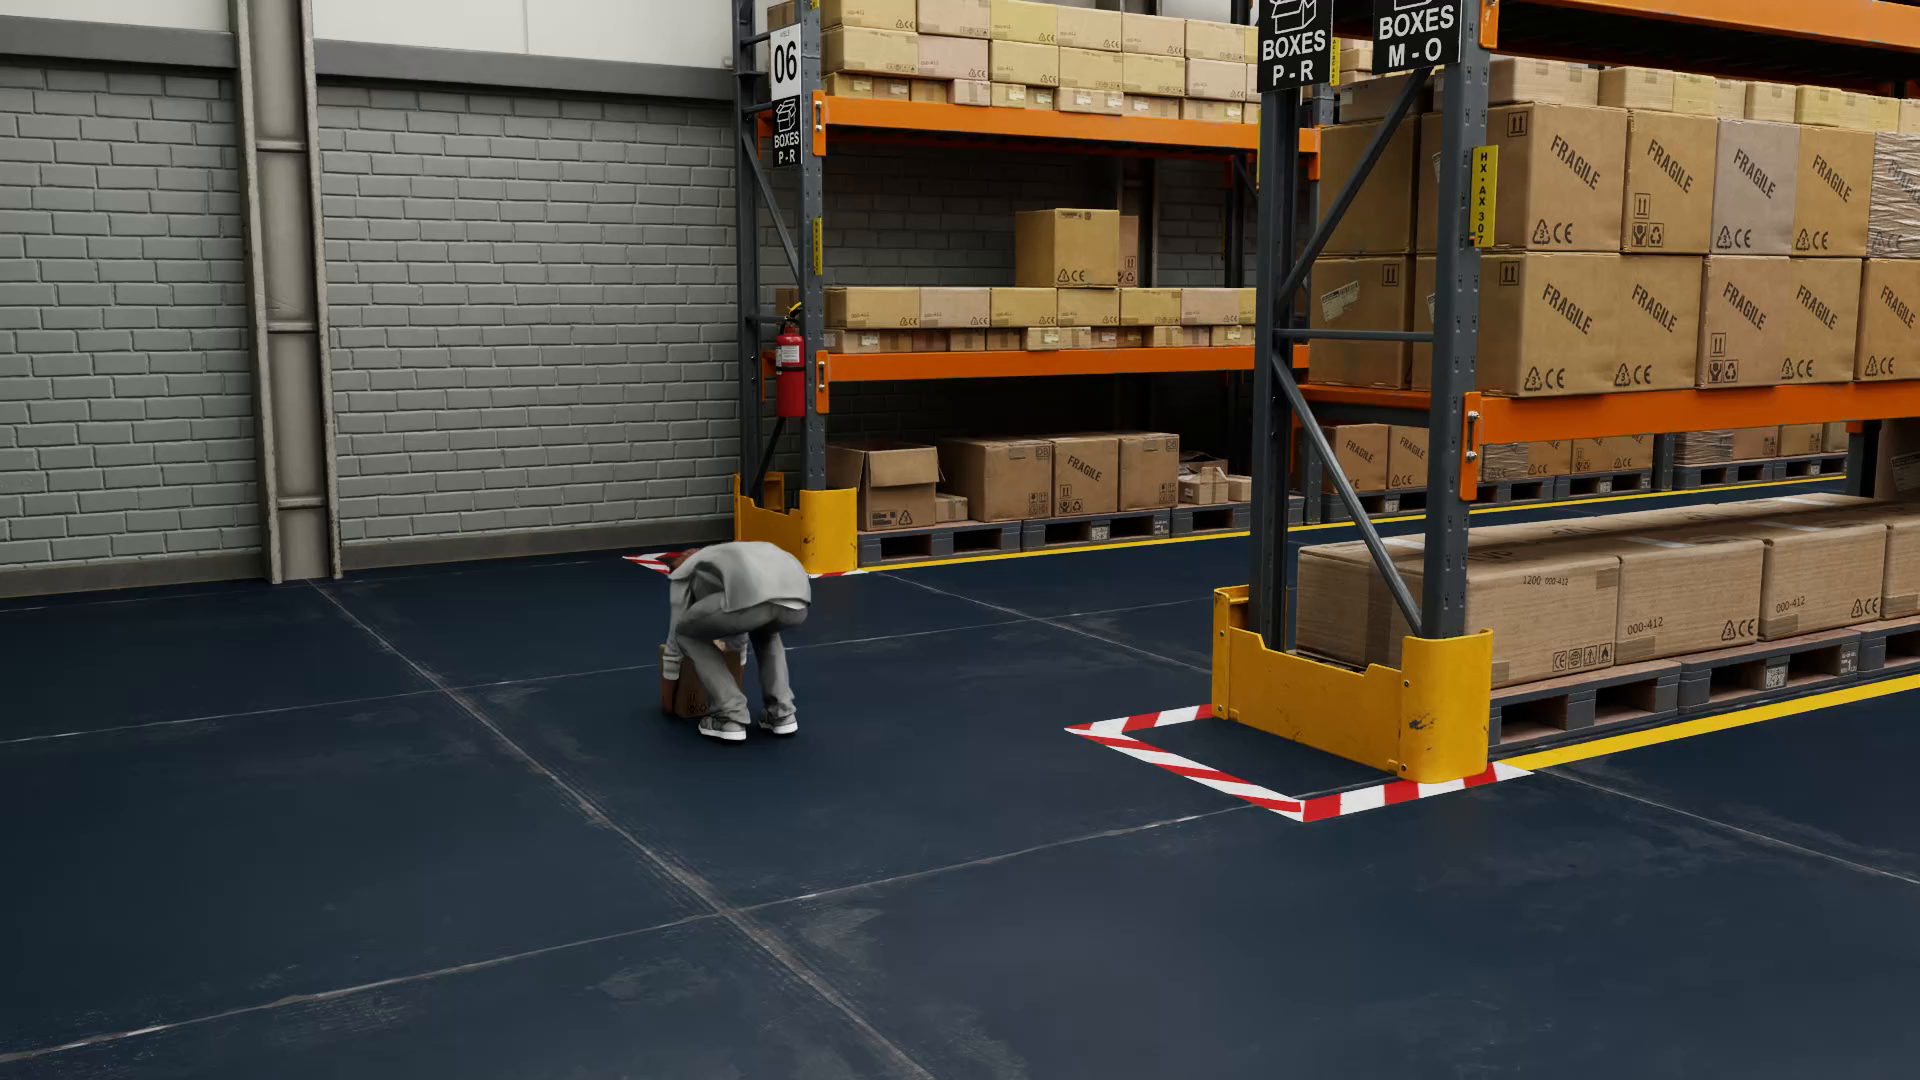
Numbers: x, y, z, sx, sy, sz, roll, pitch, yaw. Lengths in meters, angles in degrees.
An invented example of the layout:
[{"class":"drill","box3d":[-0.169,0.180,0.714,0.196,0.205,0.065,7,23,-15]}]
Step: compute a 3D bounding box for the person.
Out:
[{"class":"person","box3d":[-0.881,0.365,6.391,0.427,0.768,0.872,-5,10,-33]}]
